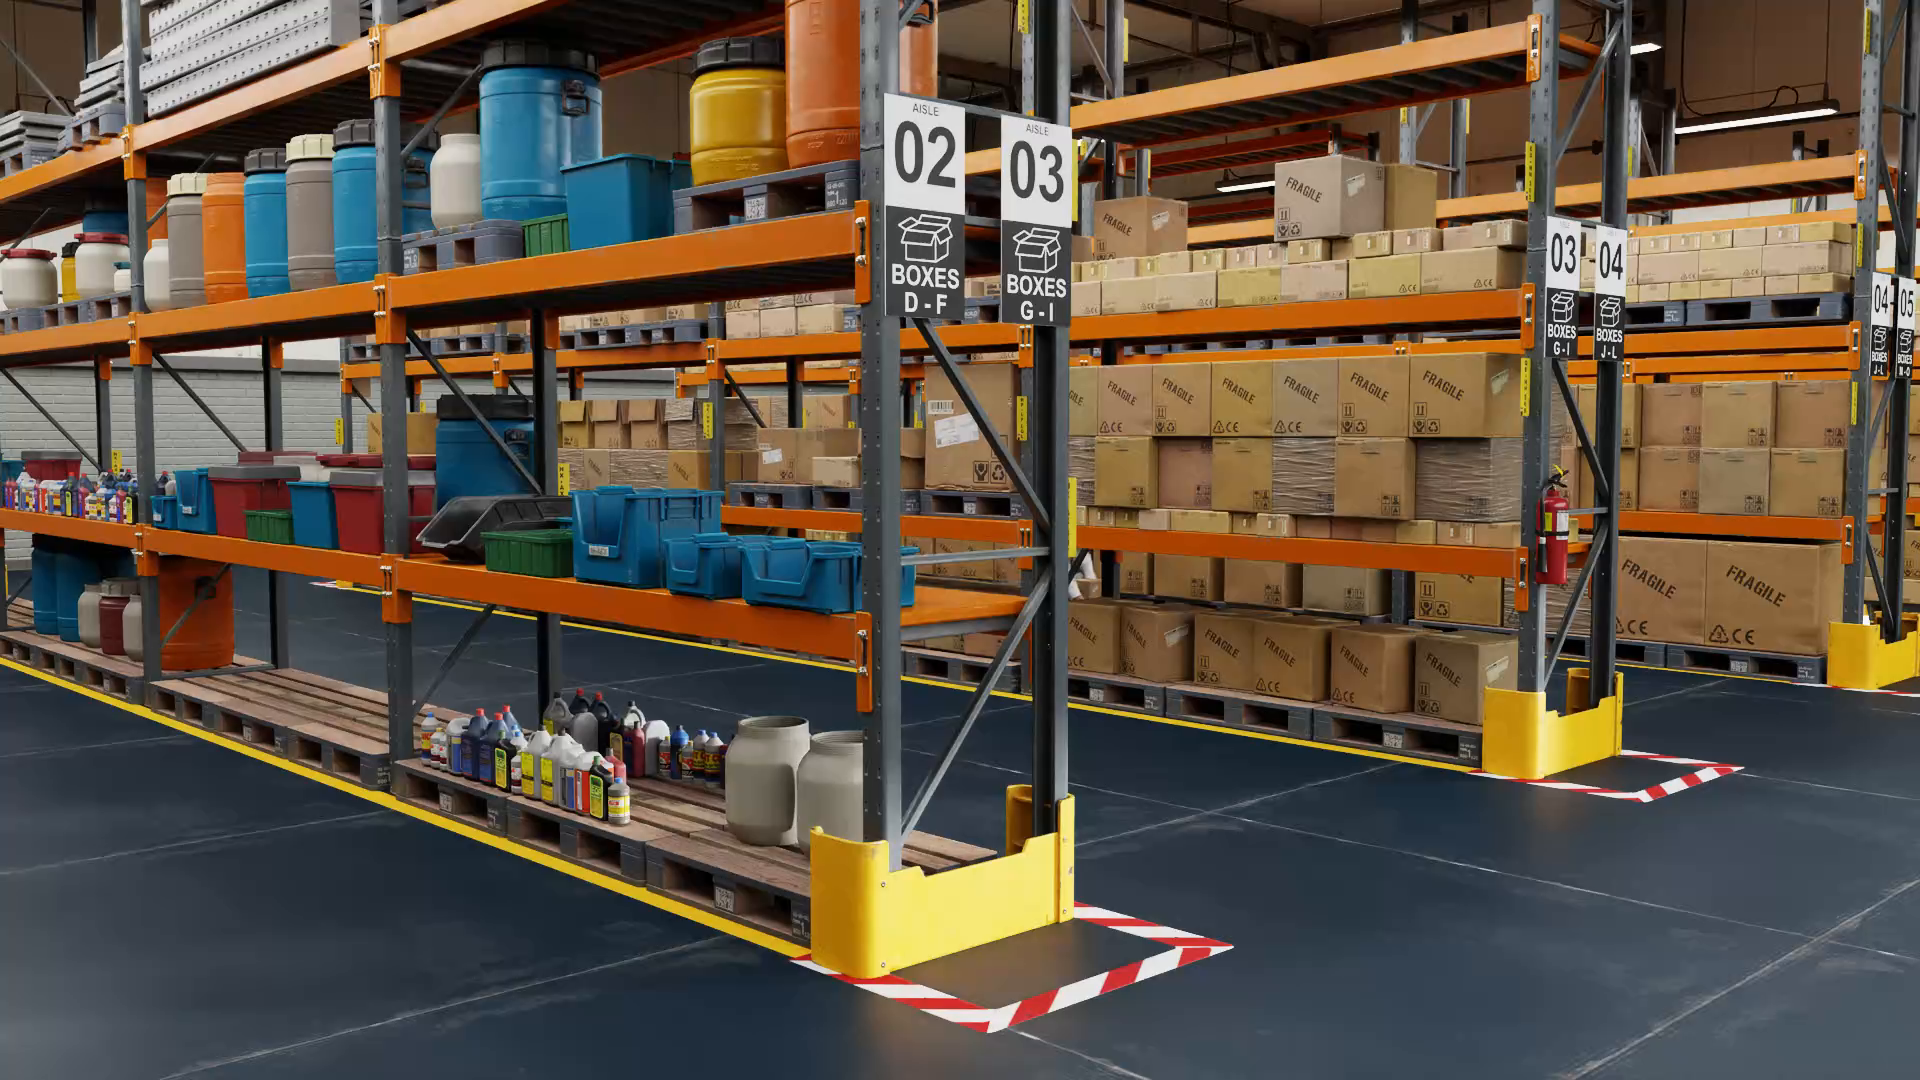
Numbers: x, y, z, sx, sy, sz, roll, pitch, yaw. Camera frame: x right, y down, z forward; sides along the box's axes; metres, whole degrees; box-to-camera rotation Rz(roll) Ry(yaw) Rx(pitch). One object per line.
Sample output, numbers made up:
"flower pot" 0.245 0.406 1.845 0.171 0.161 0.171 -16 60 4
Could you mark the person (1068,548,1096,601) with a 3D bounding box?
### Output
"person" 1.073 0.345 17.399 0.930 1.006 0.575 4 5 44
